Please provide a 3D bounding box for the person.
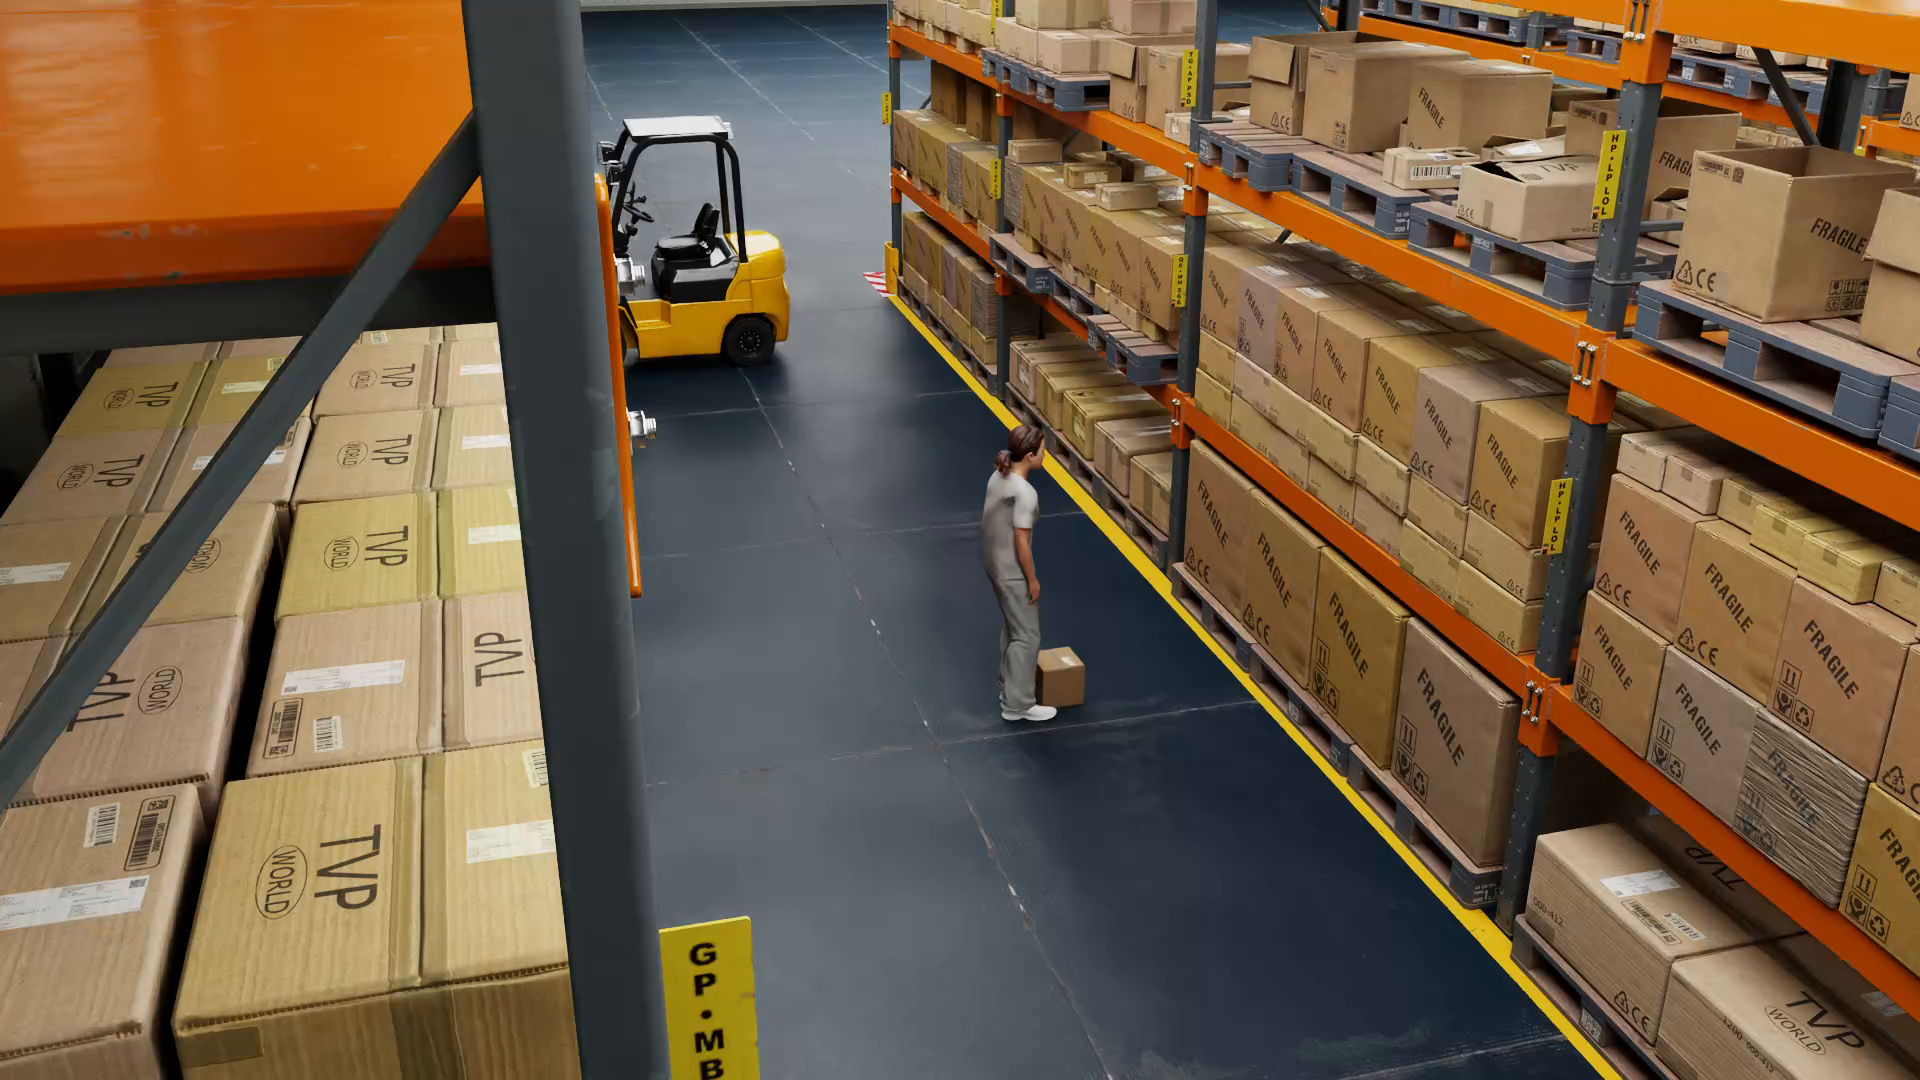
[{"bbox_3d":[0.340,0.168,9.205,0.416,1.671,0.496,-7,24,-17],"label":"person"}]
